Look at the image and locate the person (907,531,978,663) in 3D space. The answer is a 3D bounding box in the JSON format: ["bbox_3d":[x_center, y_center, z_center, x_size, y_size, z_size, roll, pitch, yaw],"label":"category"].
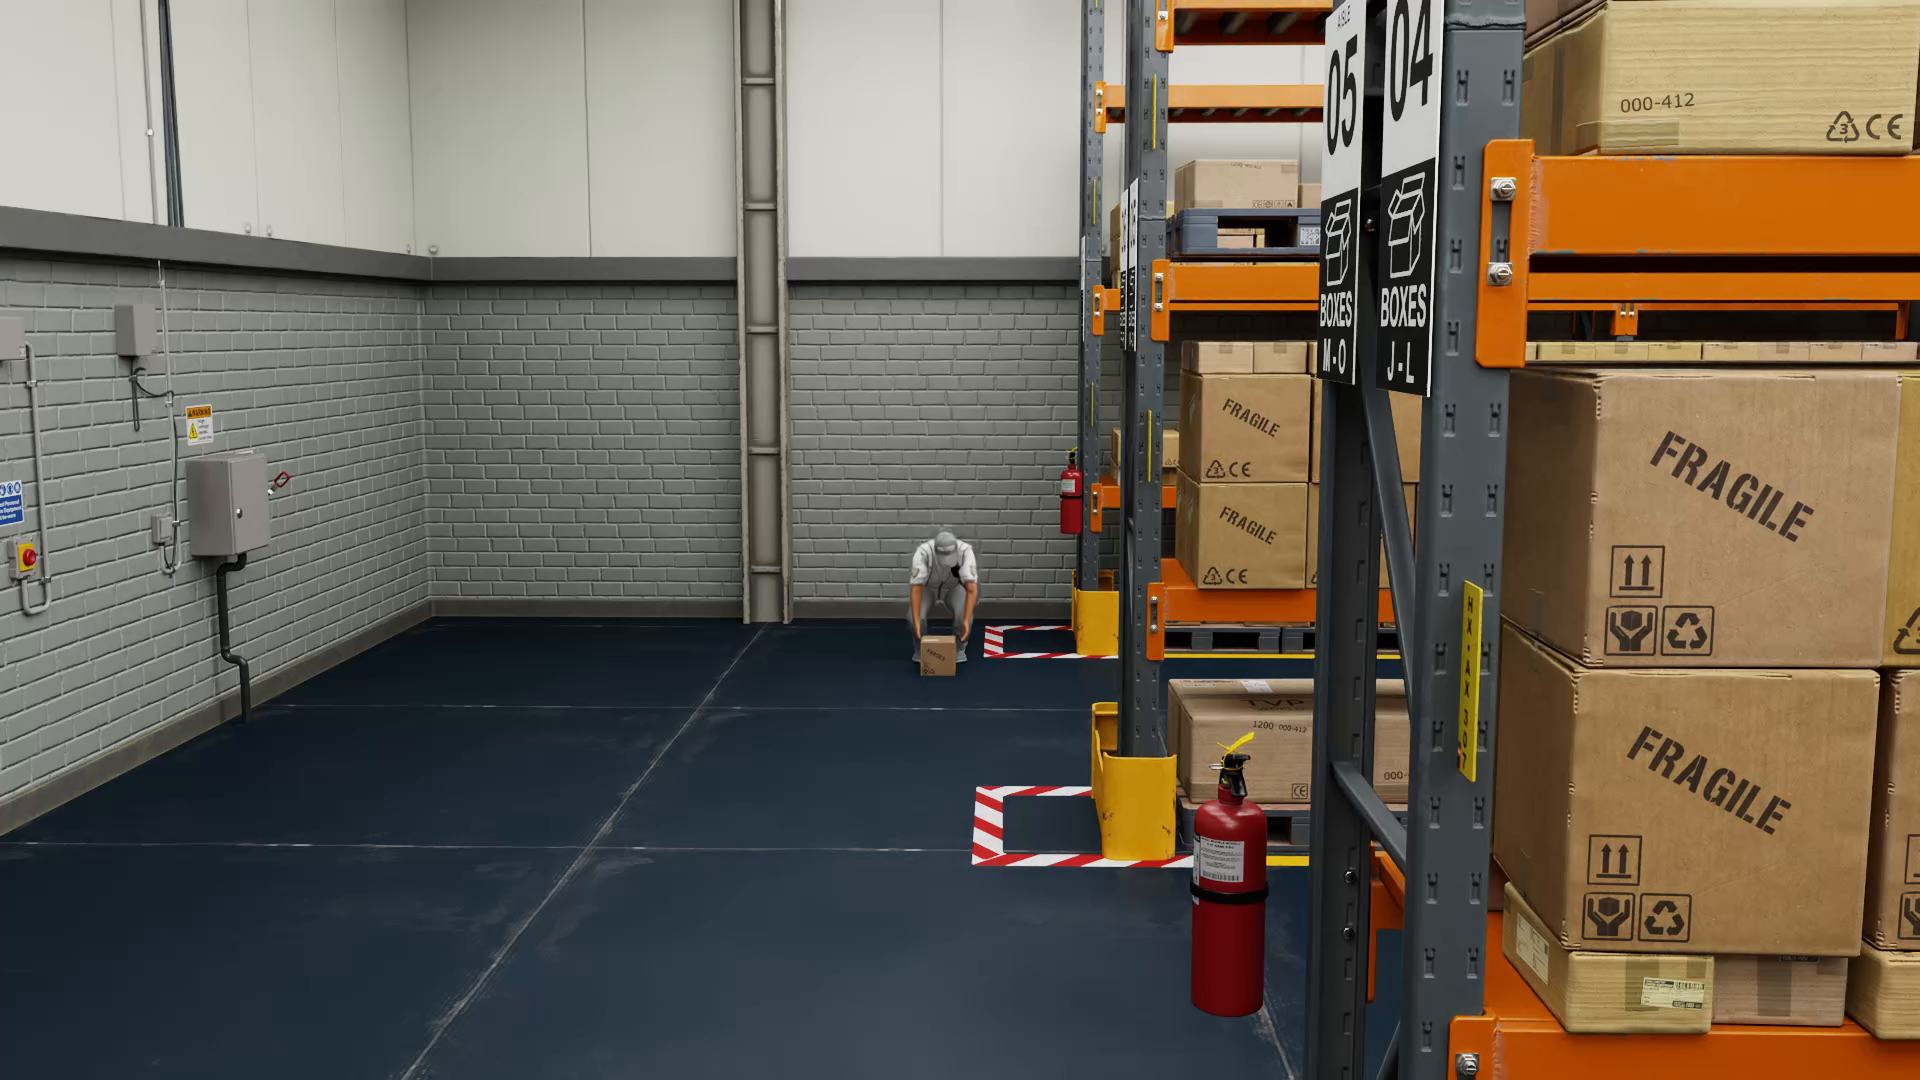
[{"bbox_3d":[-0.131,0.414,12.520,0.532,1.041,0.841,0,7,1],"label":"person"}]
